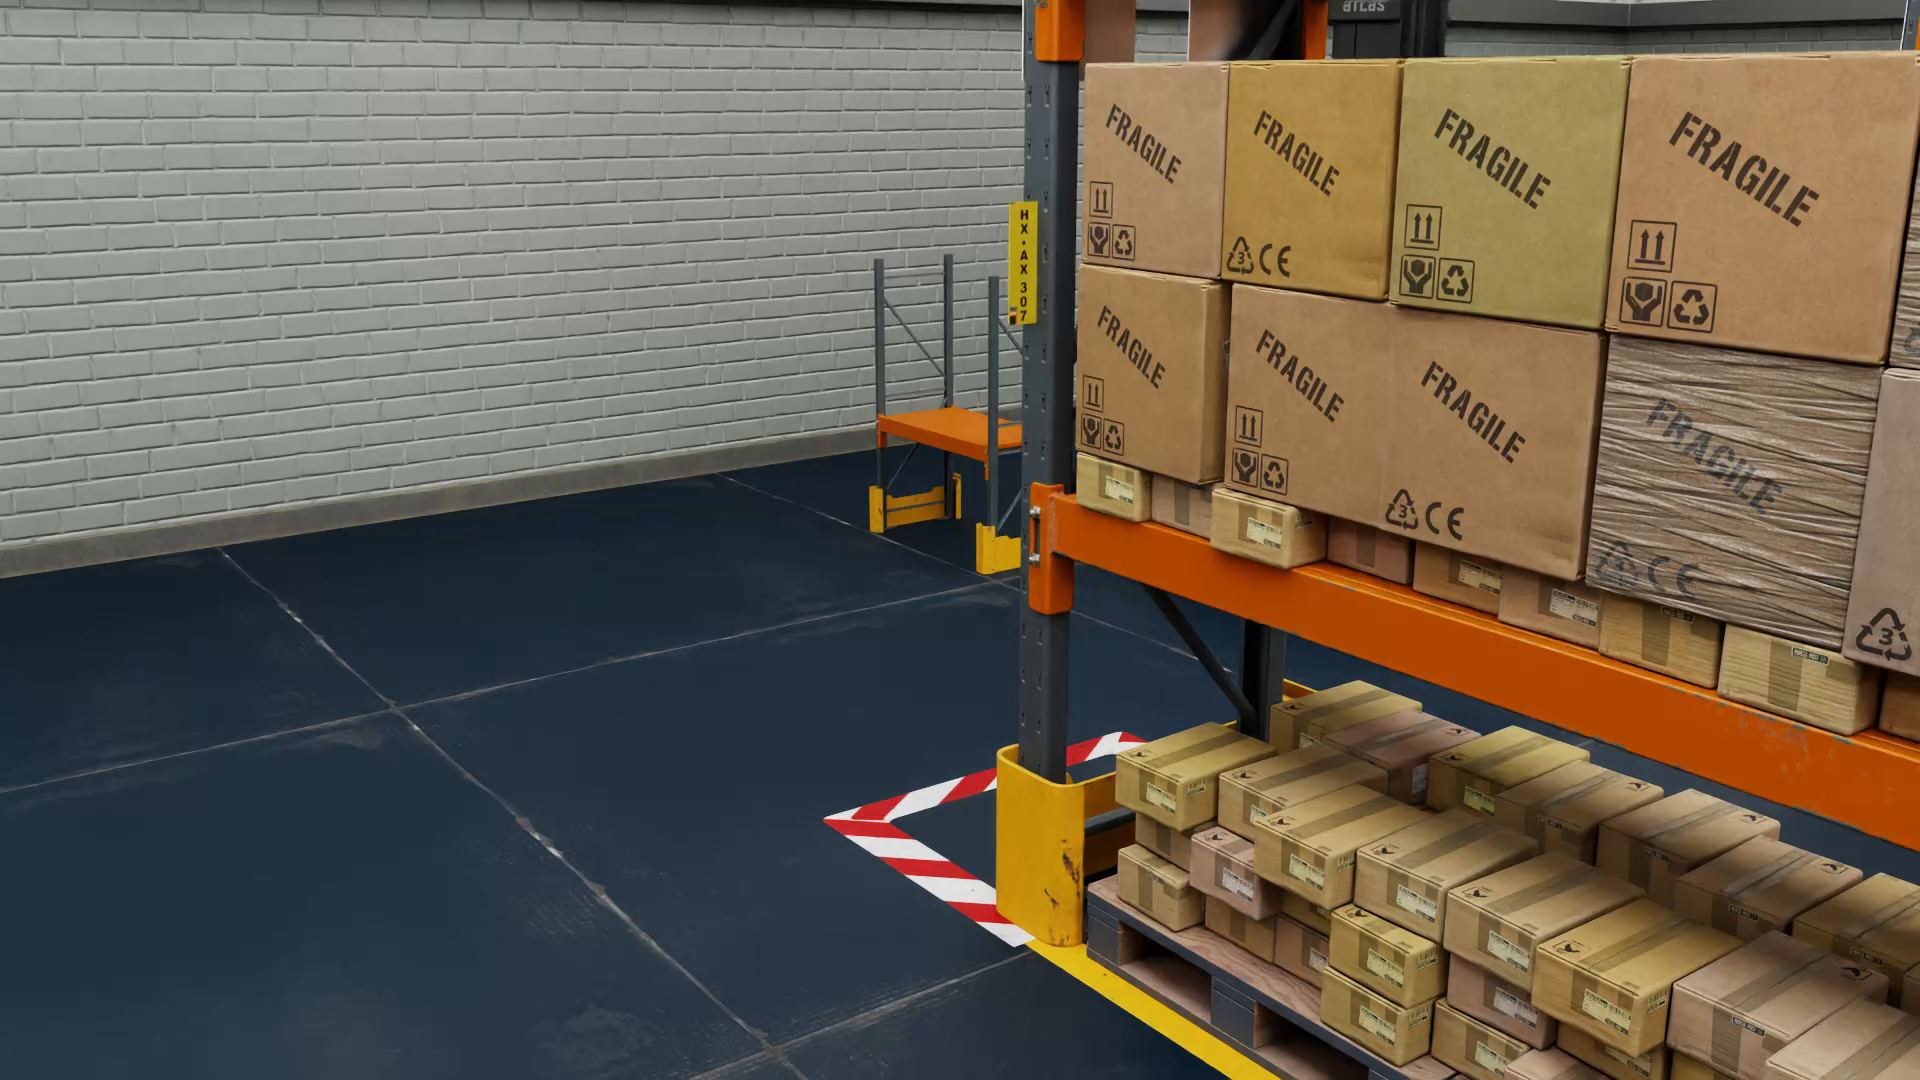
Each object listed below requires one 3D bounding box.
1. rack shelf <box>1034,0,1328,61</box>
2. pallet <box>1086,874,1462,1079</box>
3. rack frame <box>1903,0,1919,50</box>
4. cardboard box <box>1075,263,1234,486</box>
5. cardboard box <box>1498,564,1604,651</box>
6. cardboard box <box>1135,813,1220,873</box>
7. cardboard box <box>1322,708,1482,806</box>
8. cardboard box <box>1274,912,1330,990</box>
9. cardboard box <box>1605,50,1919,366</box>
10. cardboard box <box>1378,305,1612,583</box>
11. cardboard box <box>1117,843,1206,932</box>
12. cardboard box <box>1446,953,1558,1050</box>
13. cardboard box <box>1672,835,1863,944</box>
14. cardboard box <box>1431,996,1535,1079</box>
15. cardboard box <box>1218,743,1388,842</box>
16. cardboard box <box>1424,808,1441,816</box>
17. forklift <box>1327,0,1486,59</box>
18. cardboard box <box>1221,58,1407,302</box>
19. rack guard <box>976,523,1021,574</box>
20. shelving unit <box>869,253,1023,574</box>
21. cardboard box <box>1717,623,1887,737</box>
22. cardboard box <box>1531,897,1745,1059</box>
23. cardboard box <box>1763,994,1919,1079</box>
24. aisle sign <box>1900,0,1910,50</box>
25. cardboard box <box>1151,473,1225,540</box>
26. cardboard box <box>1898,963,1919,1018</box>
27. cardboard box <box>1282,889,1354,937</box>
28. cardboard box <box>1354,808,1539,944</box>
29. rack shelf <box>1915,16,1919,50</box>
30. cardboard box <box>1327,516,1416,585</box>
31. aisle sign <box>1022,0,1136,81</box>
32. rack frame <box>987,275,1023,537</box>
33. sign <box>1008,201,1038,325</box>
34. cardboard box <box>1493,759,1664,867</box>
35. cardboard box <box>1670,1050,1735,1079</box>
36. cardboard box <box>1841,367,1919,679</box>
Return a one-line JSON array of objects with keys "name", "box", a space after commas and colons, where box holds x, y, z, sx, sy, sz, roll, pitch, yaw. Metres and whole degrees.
[{"name": "rack shelf", "box": [1.787, -1.083, 3.030, 1.077, 0.370, 4.000, -11, 19, -35]}, {"name": "pallet", "box": [1.105, 1.130, 4.547, 1.003, 0.211, 1.213, -11, 19, -35]}, {"name": "rack frame", "box": [4.556, -1.200, 7.778, 1.000, 3.000, 0.127, -11, 19, -35]}, {"name": "cardboard box", "box": [0.651, -0.463, 4.332, 0.500, 0.500, 0.500, -10, 18, -32]}, {"name": "cardboard box", "box": [1.359, 0.098, 3.512, 0.380, 0.149, 0.250, -11, 19, -36]}, {"name": "cardboard box", "box": [0.711, 0.771, 4.619, 0.380, 0.149, 0.250, -10, 18, -32]}, {"name": "cardboard box", "box": [1.229, 0.612, 4.636, 0.380, 0.149, 0.250, -10, 18, -33]}, {"name": "cardboard box", "box": [1.032, 1.019, 4.275, 0.380, 0.149, 0.250, -11, 19, -34]}, {"name": "cardboard box", "box": [1.552, -0.617, 3.003, 0.500, 0.500, 0.500, -12, 19, -36]}, {"name": "cardboard box", "box": [1.265, -0.246, 3.540, 0.500, 0.500, 0.500, -11, 19, -34]}, {"name": "cardboard box", "box": [0.660, 0.924, 4.622, 0.380, 0.149, 0.250, -10, 18, -33]}, {"name": "cardboard box", "box": [1.338, 0.990, 3.818, 0.380, 0.149, 0.250, -12, 19, -37]}, {"name": "cardboard box", "box": [1.853, 0.835, 3.822, 0.380, 0.149, 0.250, -12, 19, -36]}, {"name": "cardboard box", "box": [1.320, 1.131, 3.868, 0.380, 0.149, 0.250, -11, 19, -34]}, {"name": "cardboard box", "box": [0.904, 0.680, 4.386, 0.380, 0.149, 0.250, -10, 18, -34]}, {"name": "cardboard box", "box": [1.459, 0.798, 4.519, 0.380, 0.149, 0.250, -12, 19, -37]}, {"name": "forklift", "box": [2.448, -1.142, 7.697, 3.031, 2.935, 1.130, 7, 17, 23]}, {"name": "cardboard box", "box": [0.962, -0.840, 3.817, 0.500, 0.500, 0.500, -10, 18, -33]}, {"name": "rack guard", "box": [0.338, 0.002, 8.595, 0.587, 0.250, 0.087, -11, 19, -35]}, {"name": "shelving unit", "box": [0.045, -0.707, 8.819, 0.587, 1.500, 1.083, -11, 19, -35]}, {"name": "cardboard box", "box": [1.628, 0.218, 3.073, 0.380, 0.149, 0.250, -10, 18, -33]}, {"name": "cardboard box", "box": [1.434, 0.918, 3.517, 0.380, 0.149, 0.250, -11, 19, -34]}, {"name": "cardboard box", "box": [1.717, 1.027, 3.119, 0.380, 0.149, 0.250, -12, 19, -36]}, {"name": "aisle sign", "box": [4.279, -2.424, 7.326, 0.394, 0.787, 0.004, -11, 19, -35]}, {"name": "cardboard box", "box": [0.719, -0.121, 4.311, 0.380, 0.149, 0.250, -10, 18, -33]}, {"name": "cardboard box", "box": [2.143, 0.945, 3.419, 0.380, 0.149, 0.250, -12, 19, -37]}, {"name": "cardboard box", "box": [1.042, 0.877, 4.233, 0.380, 0.149, 0.250, -11, 19, -34]}, {"name": "cardboard box", "box": [1.161, 0.794, 3.970, 0.380, 0.149, 0.250, -12, 19, -37]}, {"name": "rack shelf", "box": [5.732, -1.873, 5.917, 1.077, 0.370, 4.000, -11, 19, -35]}, {"name": "cardboard box", "box": [1.098, -0.021, 3.946, 0.380, 0.149, 0.250, -10, 18, -32]}, {"name": "aisle sign", "box": [0.325, -1.633, 4.436, 0.394, 0.787, 0.004, -11, 19, -35]}, {"name": "rack frame", "box": [0.349, -0.597, 8.415, 0.500, 1.500, 0.032, -11, 19, -35]}, {"name": "sign", "box": [0.172, -0.743, 4.470, 0.100, 0.325, 0.005, -11, 19, -35]}, {"name": "cardboard box", "box": [1.585, 0.713, 4.268, 0.380, 0.149, 0.250, -12, 19, -37]}, {"name": "cardboard box", "box": [1.682, 1.101, 3.413, 0.380, 0.149, 0.250, -10, 18, -32]}, {"name": "cardboard box", "box": [1.854, -0.024, 2.730, 0.500, 0.500, 0.500, -11, 19, -35]}]
